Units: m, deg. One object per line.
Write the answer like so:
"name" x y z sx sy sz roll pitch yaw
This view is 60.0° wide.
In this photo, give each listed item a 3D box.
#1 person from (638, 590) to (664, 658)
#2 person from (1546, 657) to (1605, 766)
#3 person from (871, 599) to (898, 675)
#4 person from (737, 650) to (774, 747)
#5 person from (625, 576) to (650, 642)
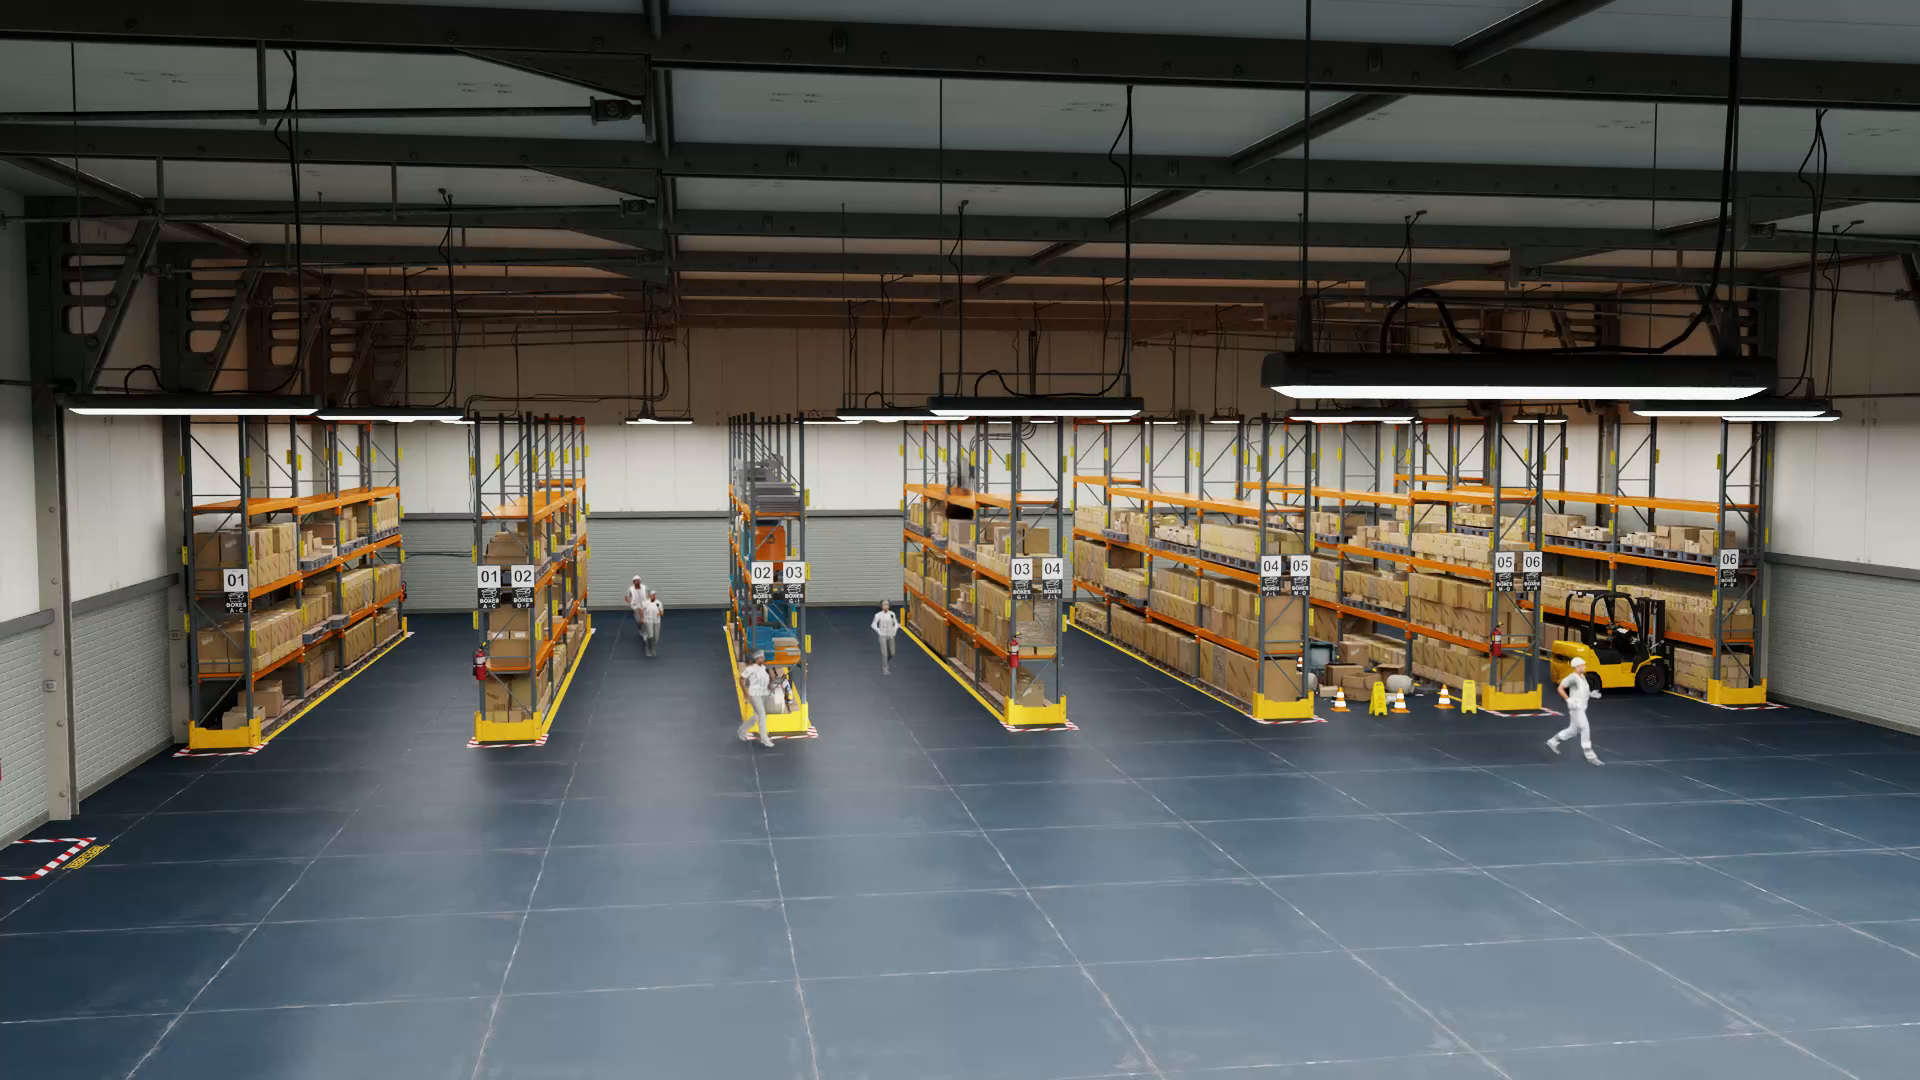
"person" -7.642 2.090 41.327 0.577 1.678 0.681 -2 4 -26
"person" 10.492 2.891 28.310 0.994 1.796 0.654 3 5 34
"person" -1.627 2.117 36.565 0.611 1.660 0.506 -1 4 -18
"person" -3.617 2.837 30.040 0.837 1.689 0.609 2 5 32
"person" -8.633 1.830 44.688 0.734 1.752 0.805 -1 4 -20
